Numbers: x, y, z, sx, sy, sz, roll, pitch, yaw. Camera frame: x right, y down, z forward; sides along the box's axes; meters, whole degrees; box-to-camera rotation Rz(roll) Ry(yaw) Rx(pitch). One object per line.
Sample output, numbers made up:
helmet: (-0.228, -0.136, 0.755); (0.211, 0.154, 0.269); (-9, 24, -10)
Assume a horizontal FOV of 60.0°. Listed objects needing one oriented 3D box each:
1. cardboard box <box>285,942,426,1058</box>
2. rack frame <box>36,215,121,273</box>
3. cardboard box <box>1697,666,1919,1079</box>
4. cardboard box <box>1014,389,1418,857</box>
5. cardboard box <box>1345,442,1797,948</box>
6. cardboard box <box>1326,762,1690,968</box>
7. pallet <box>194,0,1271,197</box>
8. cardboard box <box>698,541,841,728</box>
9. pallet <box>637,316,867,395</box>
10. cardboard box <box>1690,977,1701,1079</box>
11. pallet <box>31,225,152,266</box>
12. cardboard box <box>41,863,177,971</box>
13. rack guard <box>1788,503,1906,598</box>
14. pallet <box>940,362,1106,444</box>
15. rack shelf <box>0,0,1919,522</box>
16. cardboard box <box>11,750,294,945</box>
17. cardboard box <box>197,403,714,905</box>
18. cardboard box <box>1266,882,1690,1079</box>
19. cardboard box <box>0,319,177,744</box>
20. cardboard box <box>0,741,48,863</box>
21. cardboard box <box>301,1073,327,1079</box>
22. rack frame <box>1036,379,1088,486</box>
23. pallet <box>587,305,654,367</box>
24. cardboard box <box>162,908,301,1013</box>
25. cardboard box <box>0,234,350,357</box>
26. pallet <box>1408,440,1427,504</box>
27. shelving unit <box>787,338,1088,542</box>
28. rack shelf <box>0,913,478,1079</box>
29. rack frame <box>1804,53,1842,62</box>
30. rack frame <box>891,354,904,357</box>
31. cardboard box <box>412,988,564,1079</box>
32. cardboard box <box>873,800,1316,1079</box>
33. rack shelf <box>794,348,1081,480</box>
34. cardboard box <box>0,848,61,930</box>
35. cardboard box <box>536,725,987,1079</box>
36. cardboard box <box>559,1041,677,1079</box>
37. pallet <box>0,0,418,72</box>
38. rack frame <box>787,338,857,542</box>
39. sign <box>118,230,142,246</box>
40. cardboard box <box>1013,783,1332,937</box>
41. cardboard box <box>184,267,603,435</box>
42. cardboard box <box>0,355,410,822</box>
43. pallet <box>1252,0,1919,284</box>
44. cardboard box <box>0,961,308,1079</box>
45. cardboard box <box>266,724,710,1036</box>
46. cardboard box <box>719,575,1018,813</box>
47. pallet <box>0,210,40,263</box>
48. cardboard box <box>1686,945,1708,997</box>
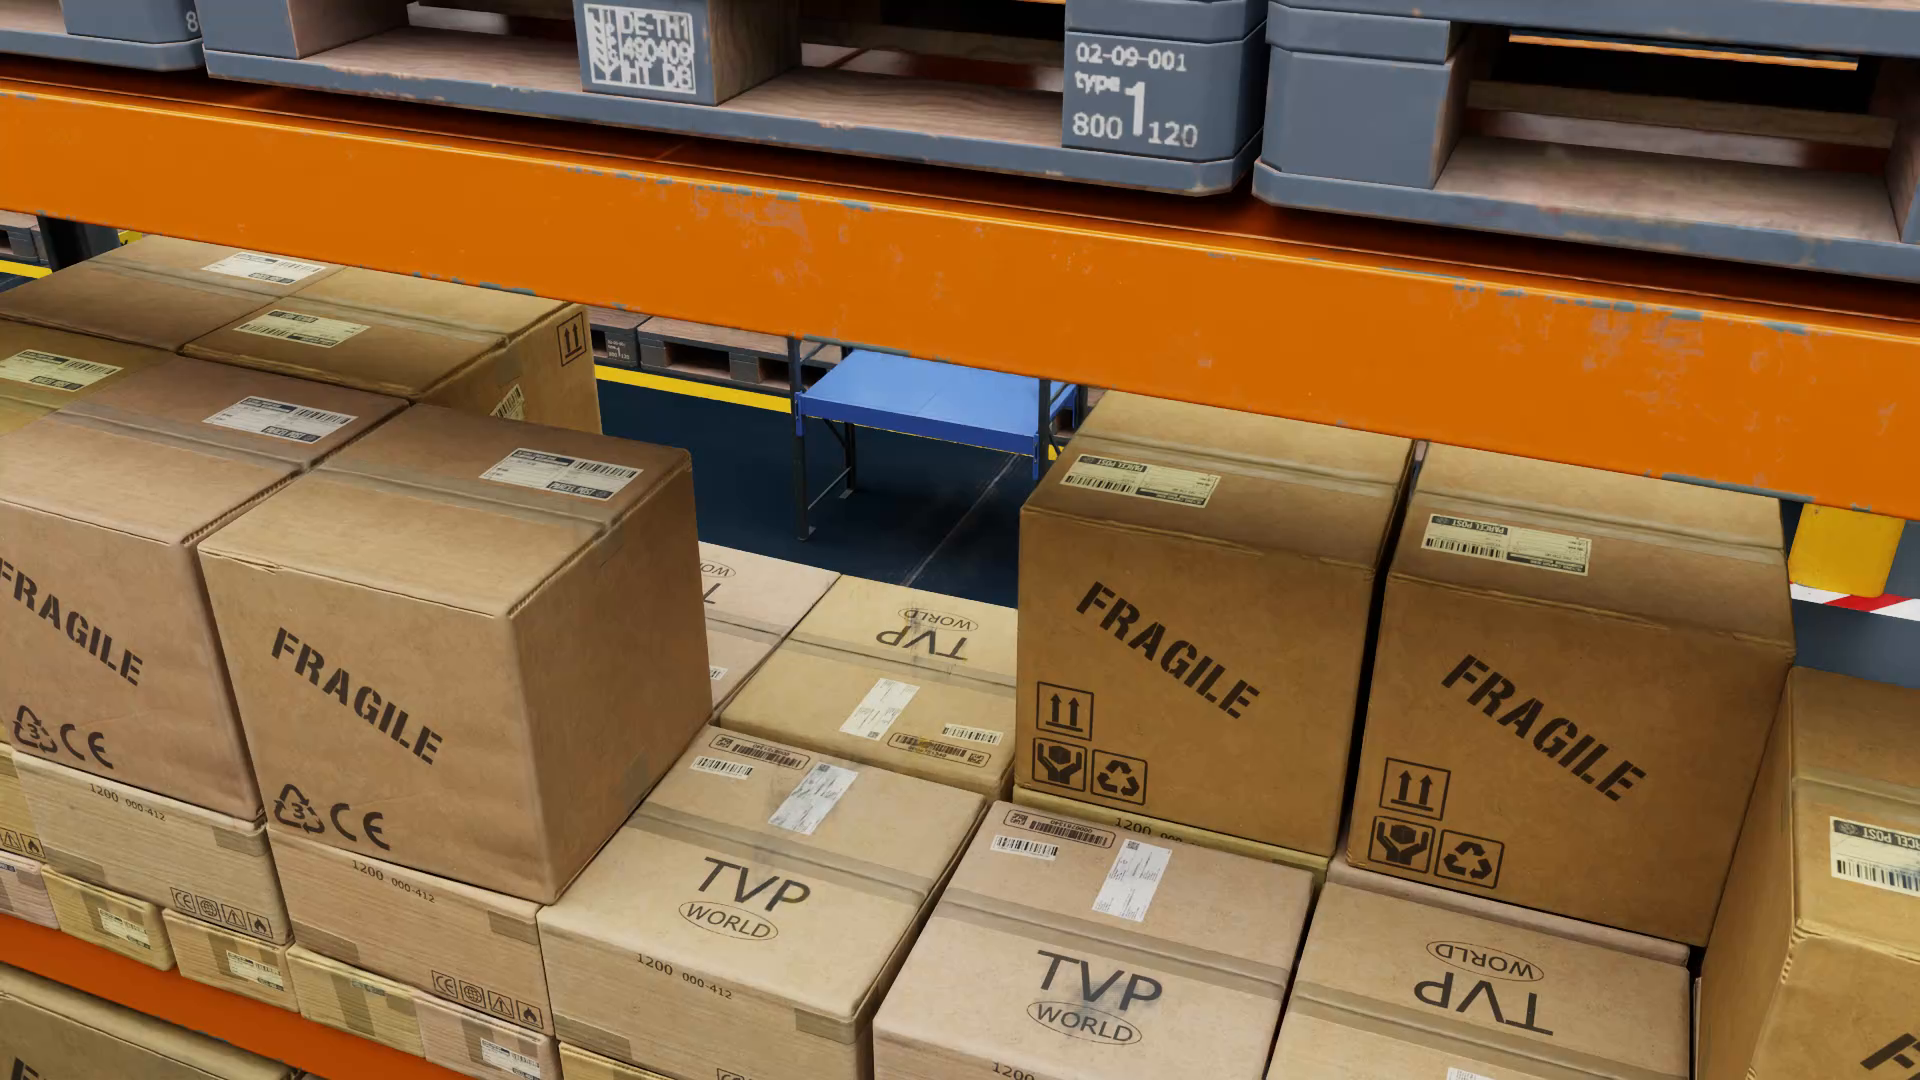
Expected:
cardboard box: (-0.895, 0.655, 2.798); (0.250, 0.149, 0.380); (11, 31, 18)
rack frame: (-2.013, 0.147, 3.441); (0.127, 3.000, 1.000); (11, 31, 19)
cardboard box: (1.143, 0.526, 1.859); (0.500, 0.500, 0.500); (12, 32, 20)
cardboard box: (0.405, 0.099, 2.614); (0.500, 0.500, 0.500); (10, 31, 18)
cardboard box: (0.887, 0.192, 2.450); (0.500, 0.500, 0.500); (11, 31, 18)
cardboard box: (0.866, 0.518, 2.635); (0.500, 0.250, 0.500); (11, 31, 19)
pallet: (-0.132, -0.737, 2.048); (1.213, 0.211, 1.003); (11, 31, 19)
cardboard box: (-0.552, 0.234, 3.138); (0.500, 0.250, 0.500); (12, 32, 20)
pallet: (-0.850, -1.059, 8.409); (1.213, 0.211, 1.003); (11, 31, 19)
cardboard box: (1.145, 0.854, 2.040); (0.500, 0.250, 0.500); (11, 31, 18)
pallet: (-4.561, -1.798, 9.717); (1.213, 0.211, 1.003); (11, 31, 19)
cardboard box: (-1.376, 0.560, 2.966); (0.250, 0.149, 0.380); (12, 32, 21)
rack guard: (3.583, -0.284, 6.745); (0.348, 0.500, 1.175); (11, 31, 19)
pallet: (0.545, -0.779, 7.913); (1.213, 0.211, 1.003); (11, 31, 19)
rack shelf: (-0.160, -0.475, 2.225); (4.000, 0.370, 1.077); (11, 31, 19)
cardboard box: (-1.217, 0.384, 2.873); (0.500, 0.250, 0.500); (11, 31, 19)
cardboard box: (-0.728, 0.151, 2.523); (0.500, 0.500, 0.500); (10, 31, 18)
cardboard box: (0.675, 0.760, 2.207); (0.500, 0.250, 0.500); (11, 31, 18)
cardboard box: (-1.665, -0.038, 2.857); (0.500, 0.500, 0.500); (11, 31, 19)
cardboard box: (-1.676, 0.289, 3.040); (0.500, 0.250, 0.500); (11, 31, 18)
cardboard box: (-0.598, 1.214, 3.285); (0.875, 0.875, 0.875); (11, 31, 19)
rack frame: (0.392, -0.575, 6.242); (0.032, 1.500, 0.500); (11, 31, 19)
pallet: (-1.985, -1.284, 8.807); (1.213, 0.211, 1.003); (11, 31, 19)
cardboard box: (-1.132, 0.608, 2.881); (0.250, 0.149, 0.380); (10, 31, 18)
cardboard box: (-1.486, -0.280, 3.286); (0.500, 0.500, 0.500); (12, 32, 21)
pallet: (1.680, -0.554, 7.515); (1.213, 0.211, 1.003); (11, 31, 19)
shelving unit: (-0.079, -0.669, 6.409); (1.048, 1.500, 0.538); (11, 31, 19)
rack shelf: (-0.160, 0.830, 2.964); (4.000, 0.370, 1.077); (11, 31, 19)
rack frame: (5.422, -3.629, 10.122); (0.127, 3.000, 1.000); (11, 31, 19)
rack frame: (-0.151, -2.111, 7.437); (0.127, 3.000, 1.000); (11, 31, 19)
cardboard box: (-0.663, 0.703, 2.714); (0.250, 0.149, 0.380); (12, 32, 20)
cardboard box: (0.203, 0.666, 2.373); (0.500, 0.250, 0.500); (10, 31, 17)
rack shelf: (-0.079, -0.512, 6.497); (1.000, 0.185, 0.538); (11, 31, 19)
cardboard box: (-1.621, 0.512, 3.052); (0.250, 0.149, 0.380); (10, 31, 17)
cardboard box: (-0.281, 0.572, 2.540); (0.500, 0.250, 0.500); (11, 31, 19)
cardboard box: (-0.419, 0.751, 2.629); (0.250, 0.149, 0.380); (10, 31, 18)
pallet: (-1.259, -0.964, 2.449); (1.213, 0.211, 1.003); (11, 31, 19)
rack frame: (-0.550, -0.763, 6.575); (0.032, 1.500, 0.500); (11, 31, 19)
sign: (-1.806, -0.517, 3.657); (0.005, 0.325, 0.100); (11, 31, 19)
cardboard box: (0.402, 0.423, 2.803); (0.500, 0.250, 0.500); (10, 31, 17)
cardboard box: (-1.024, -0.186, 3.118); (0.500, 0.500, 0.500); (12, 31, 20)
cardboard box: (-1.212, 0.056, 2.690); (0.500, 0.500, 0.500); (11, 31, 19)
pallet: (1.002, -0.512, 1.650); (1.213, 0.211, 1.003); (11, 31, 19)
cardboard box: (-1.431, 1.048, 3.580); (0.875, 0.875, 0.875); (11, 31, 19)
cardboard box: (-0.735, 0.477, 2.708); (0.500, 0.250, 0.500); (12, 32, 20)
cardboard box: (-0.084, 0.329, 2.969); (0.500, 0.250, 0.500); (11, 31, 18)
pallet: (-5.687, -2.025, 10.117); (1.213, 0.211, 1.003); (11, 31, 19)
cardboard box: (1.350, 0.611, 2.470); (0.500, 0.250, 0.500); (10, 31, 18)
